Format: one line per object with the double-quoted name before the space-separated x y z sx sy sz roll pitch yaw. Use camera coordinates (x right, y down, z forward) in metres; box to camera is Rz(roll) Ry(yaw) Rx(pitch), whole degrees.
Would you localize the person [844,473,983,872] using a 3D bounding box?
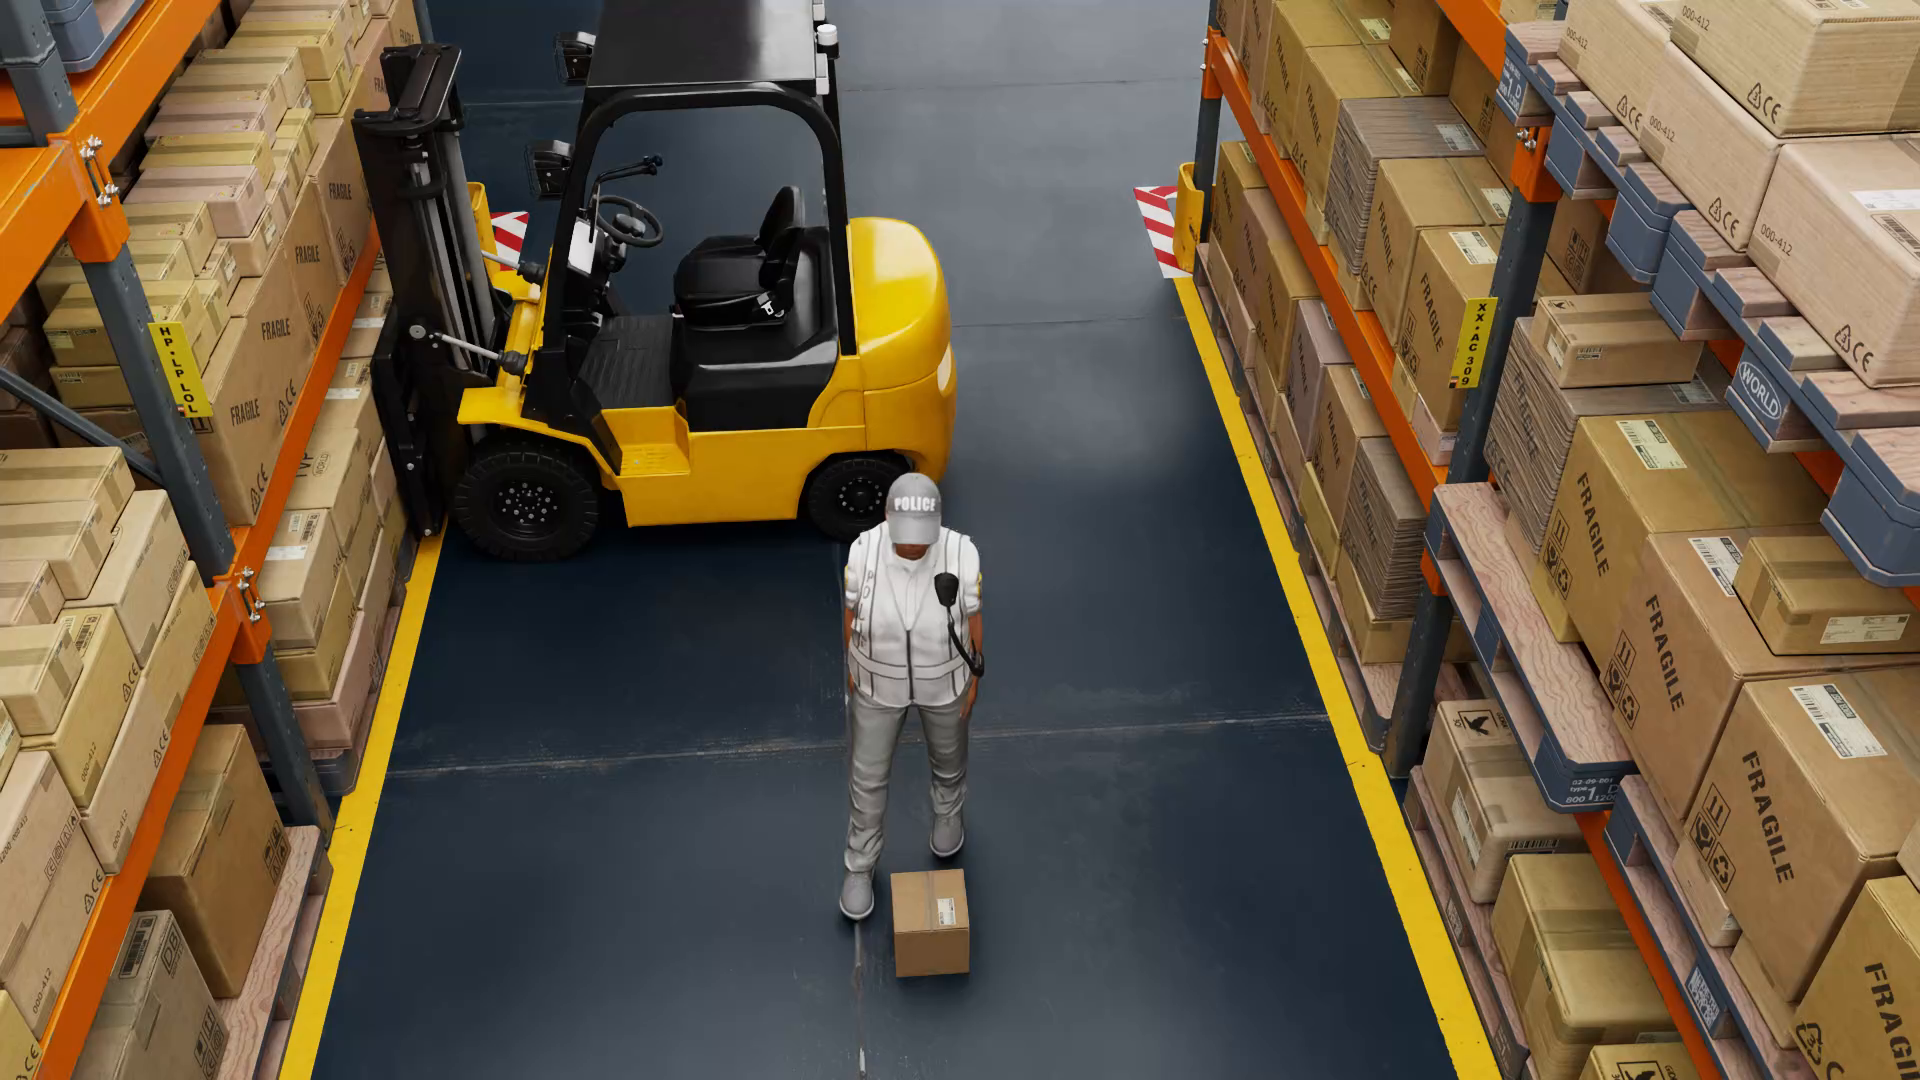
"person" -0.168 0.455 5.545 0.488 1.598 0.447 0 39 0
